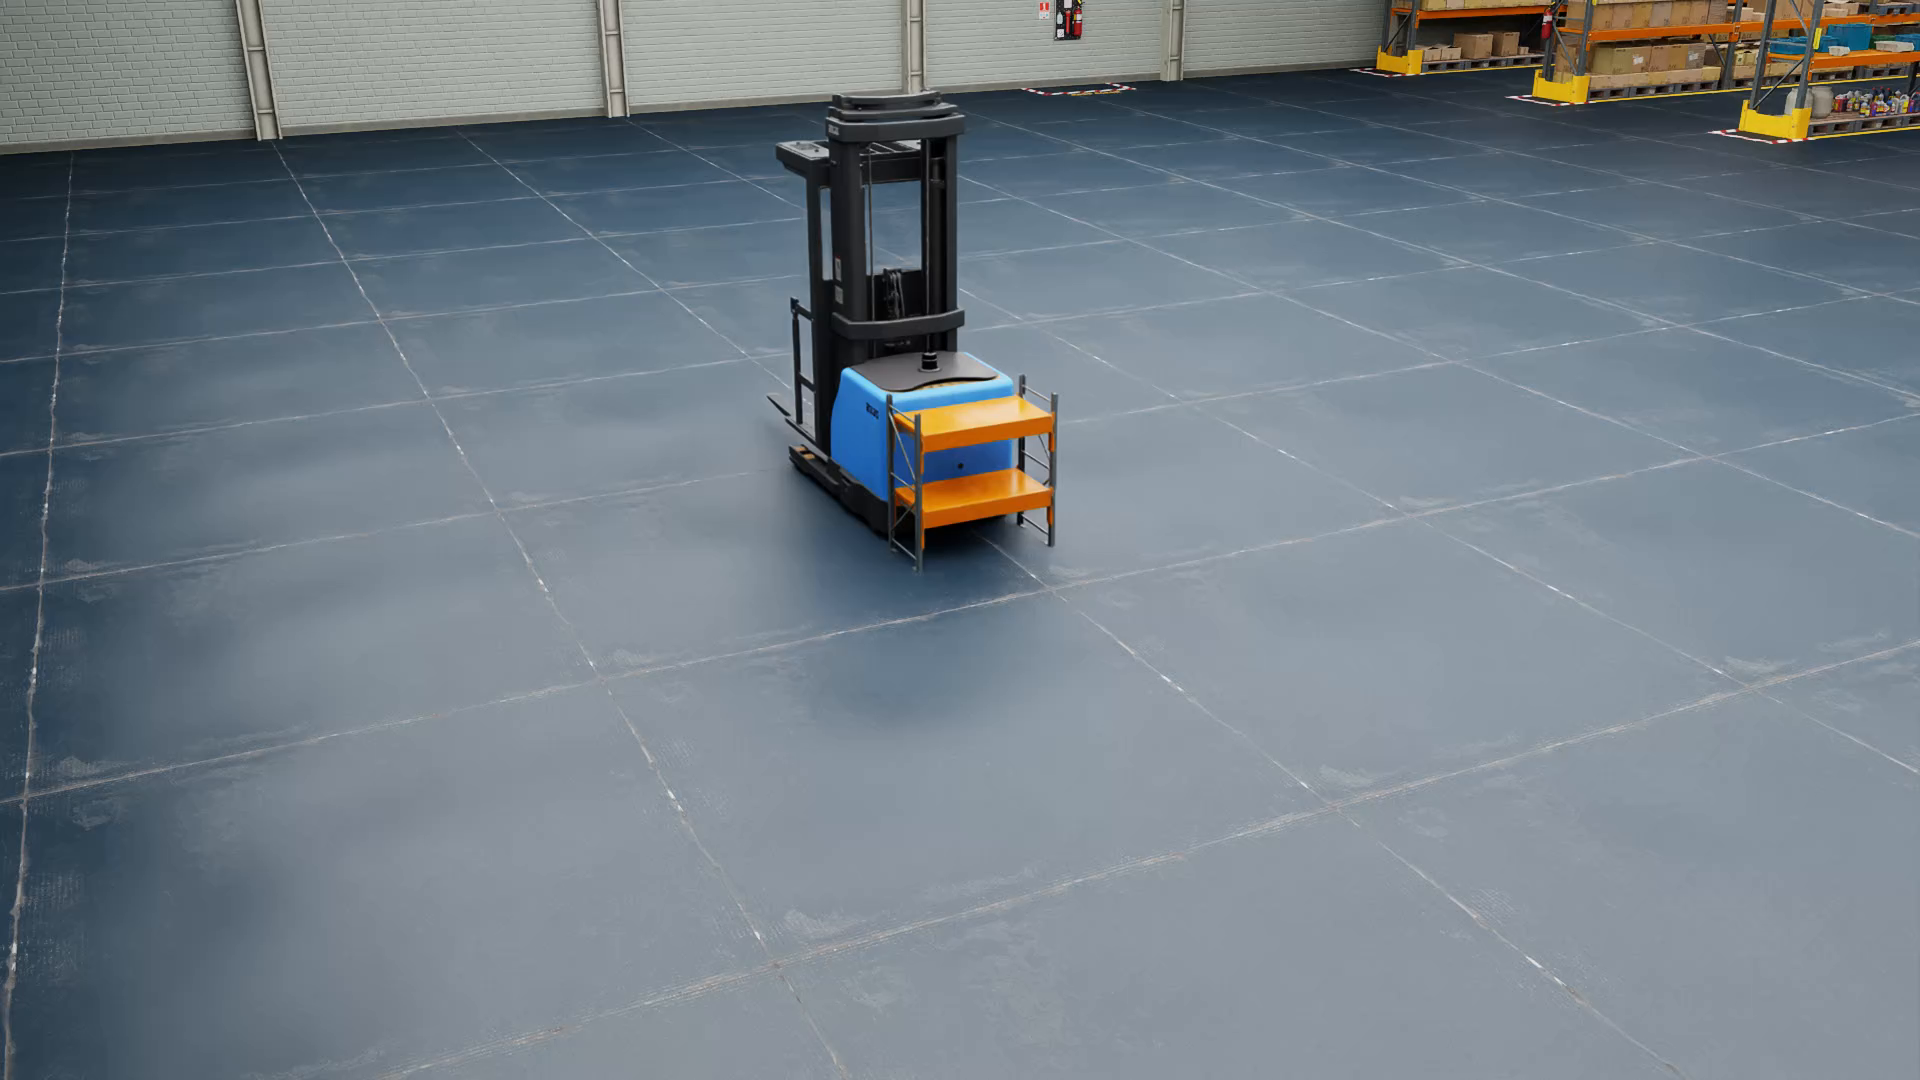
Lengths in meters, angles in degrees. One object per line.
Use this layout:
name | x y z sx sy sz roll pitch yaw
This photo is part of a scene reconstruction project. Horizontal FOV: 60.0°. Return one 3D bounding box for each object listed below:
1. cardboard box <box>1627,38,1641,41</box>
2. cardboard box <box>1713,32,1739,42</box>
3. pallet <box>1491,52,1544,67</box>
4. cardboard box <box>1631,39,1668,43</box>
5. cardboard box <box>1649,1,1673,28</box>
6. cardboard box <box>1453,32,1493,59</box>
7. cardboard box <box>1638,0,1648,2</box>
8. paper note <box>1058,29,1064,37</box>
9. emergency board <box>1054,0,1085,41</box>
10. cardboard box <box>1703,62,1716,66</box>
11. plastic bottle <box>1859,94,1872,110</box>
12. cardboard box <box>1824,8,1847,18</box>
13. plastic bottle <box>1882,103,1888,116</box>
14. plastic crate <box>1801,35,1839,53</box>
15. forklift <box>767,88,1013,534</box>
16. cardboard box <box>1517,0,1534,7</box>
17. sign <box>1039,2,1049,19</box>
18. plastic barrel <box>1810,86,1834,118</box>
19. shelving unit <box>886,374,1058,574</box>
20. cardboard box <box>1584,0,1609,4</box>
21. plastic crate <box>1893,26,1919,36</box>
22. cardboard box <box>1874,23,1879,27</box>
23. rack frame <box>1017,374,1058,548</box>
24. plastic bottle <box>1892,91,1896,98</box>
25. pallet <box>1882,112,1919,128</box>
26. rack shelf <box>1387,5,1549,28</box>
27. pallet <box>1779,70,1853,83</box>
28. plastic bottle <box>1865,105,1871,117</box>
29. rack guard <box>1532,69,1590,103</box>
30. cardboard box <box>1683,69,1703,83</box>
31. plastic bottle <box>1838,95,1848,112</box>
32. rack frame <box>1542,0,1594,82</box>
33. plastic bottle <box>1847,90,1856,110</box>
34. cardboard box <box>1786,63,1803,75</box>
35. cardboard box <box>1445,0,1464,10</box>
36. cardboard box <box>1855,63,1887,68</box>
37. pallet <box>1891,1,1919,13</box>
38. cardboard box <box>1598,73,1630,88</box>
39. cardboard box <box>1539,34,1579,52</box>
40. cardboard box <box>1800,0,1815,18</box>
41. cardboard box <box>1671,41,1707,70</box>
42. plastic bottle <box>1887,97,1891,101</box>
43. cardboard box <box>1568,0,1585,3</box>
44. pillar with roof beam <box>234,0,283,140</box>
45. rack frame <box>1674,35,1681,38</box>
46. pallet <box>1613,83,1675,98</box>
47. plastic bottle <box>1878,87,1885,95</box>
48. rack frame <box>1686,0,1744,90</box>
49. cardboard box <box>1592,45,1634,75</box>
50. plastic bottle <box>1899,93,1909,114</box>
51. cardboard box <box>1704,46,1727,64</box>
cardboard box | 15.716 -11.964 39.424 0.500 0.500 0.700 -10 25 -24
cardboard box | 18.368 -12.519 40.334 0.750 0.750 0.750 -11 25 -24
pallet | 12.662 -11.023 38.104 1.213 0.211 1.003 -10 25 -24
cardboard box | 13.949 -9.864 33.723 0.500 0.500 0.500 -10 25 -24
cardboard box | 13.620 -10.442 32.923 0.500 0.500 0.700 -10 24 -22
cardboard box | 11.507 -11.103 37.343 0.500 0.500 0.700 -12 25 -27
cardboard box | 13.176 -10.574 32.393 0.250 0.149 0.380 -11 25 -25
paper note | 2.065 -10.381 34.059 0.142 0.148 0.016 -10 25 -24
emergency board | 2.254 -10.794 33.904 0.643 1.169 0.194 -10 25 -24
cardboard box | 15.652 -9.821 34.599 0.500 0.250 0.500 -11 25 -24
plastic bottle | 16.175 -7.826 29.721 0.135 0.276 0.152 -10 25 -24
cardboard box | 18.318 -11.032 34.807 0.250 0.149 0.380 -10 25 -24
plastic bottle | 16.202 -7.551 29.153 0.097 0.201 0.097 0 22 0
plastic crate | 14.854 -8.581 28.752 0.408 0.251 0.499 -10 25 -24
forklift | -0.695 -1.925 12.569 1.130 2.935 3.031 -10 25 -23
cardboard box | 12.504 -12.112 37.259 0.500 0.250 0.500 -10 25 -23
sign | 1.711 -10.754 33.761 0.234 0.329 0.001 -10 25 -24
plastic barrel | 14.956 -7.621 28.942 0.421 0.512 0.421 0 22 0
shelving unit | 0.081 -0.465 11.402 1.048 1.125 0.538 -11 25 -24
cardboard box | 12.247 -10.402 31.978 0.250 0.149 0.380 -11 25 -24
plastic crate | 17.022 -8.949 29.529 0.504 0.338 0.767 -10 25 -24
cardboard box | 23.027 -13.231 42.511 0.500 0.500 0.700 -11 25 -24
rack frame | 0.537 -0.551 11.610 0.032 1.125 0.500 -11 25 -24
plastic bottle | 16.839 -7.968 30.053 0.133 0.283 0.061 -10 25 -24
pallet | 16.926 -7.635 29.920 1.213 0.211 1.003 -10 25 -24
rack shelf | 11.450 -11.771 37.205 4.000 0.370 1.077 -10 25 -24
pallet | 18.250 -9.981 35.585 1.213 0.211 1.003 -10 25 -24
plastic bottle | 15.807 -7.478 28.978 0.097 0.201 0.097 0 22 0
rack guard | 11.778 -8.906 32.612 0.348 0.500 1.175 -10 25 -24
cardboard box | 14.626 -9.420 33.632 0.500 0.250 0.500 -10 25 -24
plastic bottle | 15.695 -7.757 29.544 0.133 0.283 0.061 -10 25 -24
rack frame | 11.800 -10.065 32.143 0.127 3.000 1.000 -10 25 -24
plastic bottle | 15.921 -7.877 29.745 0.185 0.351 0.144 -9 24 -21
cardboard box | 17.260 -9.889 34.764 0.500 0.250 0.500 -10 24 -23
cardboard box | 10.687 -11.774 36.442 0.500 0.250 0.500 -11 25 -25
cardboard box | 19.542 -10.417 35.688 0.500 0.500 0.500 -9 24 -21
pallet | 20.759 -11.628 36.169 1.213 0.211 1.003 -10 25 -24
cardboard box | 12.828 -9.085 32.822 0.500 0.250 0.500 -10 25 -24
cardboard box | 13.908 -11.611 38.572 0.500 0.500 0.700 -10 24 -22
cardboard box | 17.503 -11.154 34.644 0.500 0.500 0.500 -12 25 -26
cardboard box | 14.625 -9.768 33.490 0.500 0.500 0.500 -10 25 -24
plastic bottle | 16.435 -7.689 29.379 0.133 0.283 0.061 -10 25 -24
cardboard box | 12.061 -10.540 32.312 0.250 0.149 0.380 -11 25 -25
pillar with roof beam | -9.855 -9.493 22.918 0.400 9.000 9.100 -10 25 -24
rack frame | 16.856 -13.099 39.472 0.127 3.000 1.000 -10 25 -24
pallet | 13.568 -9.119 33.503 1.213 0.211 1.003 -10 25 -24
plastic bottle | 16.642 -8.009 30.065 0.185 0.351 0.144 -10 24 -22
rack frame | 15.404 -10.729 33.746 0.127 3.000 1.000 -10 25 -24
cardboard box | 12.829 -9.431 32.677 0.500 0.500 0.500 -10 25 -24
plastic bottle | 16.630 -7.709 29.339 0.185 0.351 0.144 -11 25 -24
cardboard box | 15.645 -10.077 34.486 0.500 0.311 0.500 -10 25 -24
